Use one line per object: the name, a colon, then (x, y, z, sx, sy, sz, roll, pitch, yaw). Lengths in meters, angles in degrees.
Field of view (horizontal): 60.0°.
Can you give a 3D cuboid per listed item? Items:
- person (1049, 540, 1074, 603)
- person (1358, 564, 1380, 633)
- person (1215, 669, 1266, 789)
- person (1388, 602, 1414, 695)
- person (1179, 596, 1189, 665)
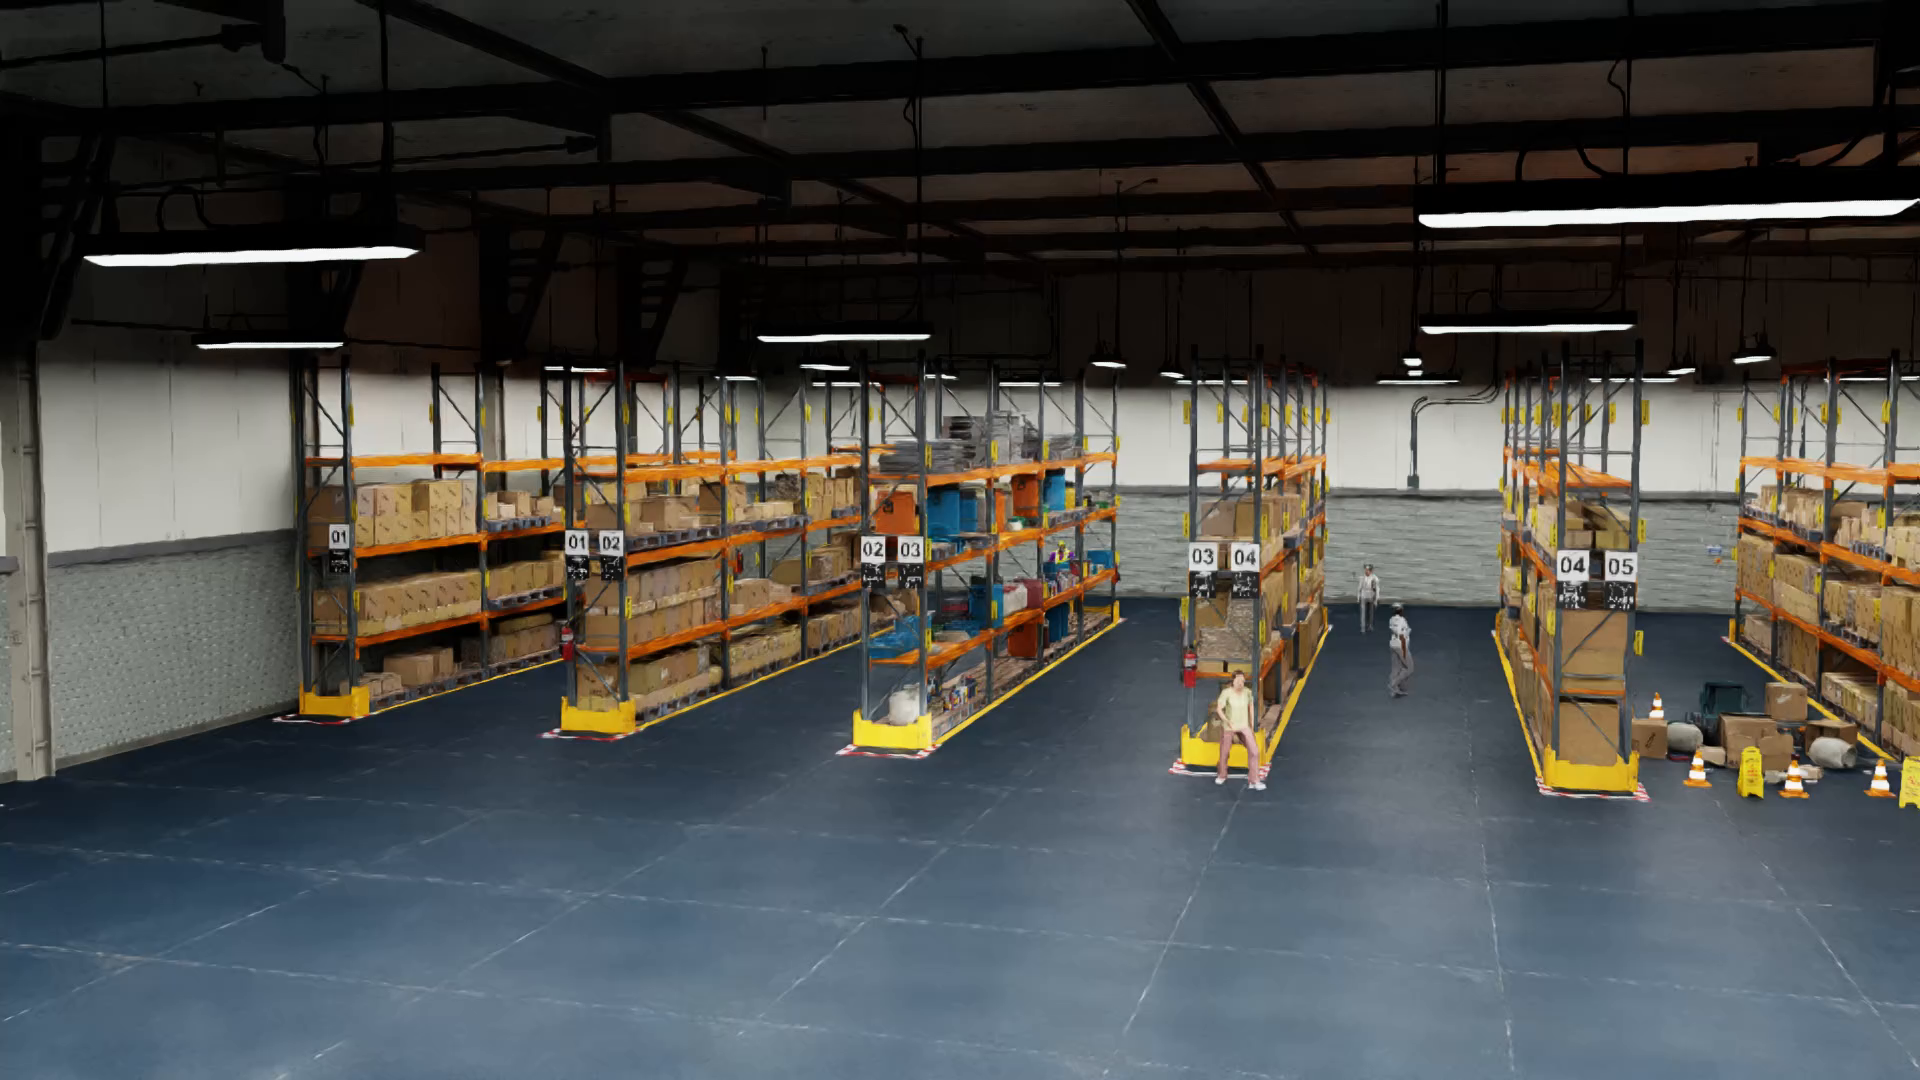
person: (2.702, 0.847, 44.119, 0.718, 1.714, 0.578, 1, 4, 14)
person: (9.396, 1.323, 38.240, 0.488, 1.587, 1.088, 1, 4, 13)
person: (3.727, 2.521, 22.338, 0.620, 1.602, 0.790, 0, 4, -5)
person: (7.812, 1.946, 29.642, 0.422, 1.674, 0.501, -1, 4, -12)
person: (4.666, 1.677, 32.964, 0.677, 1.726, 0.574, 1, 4, 14)
